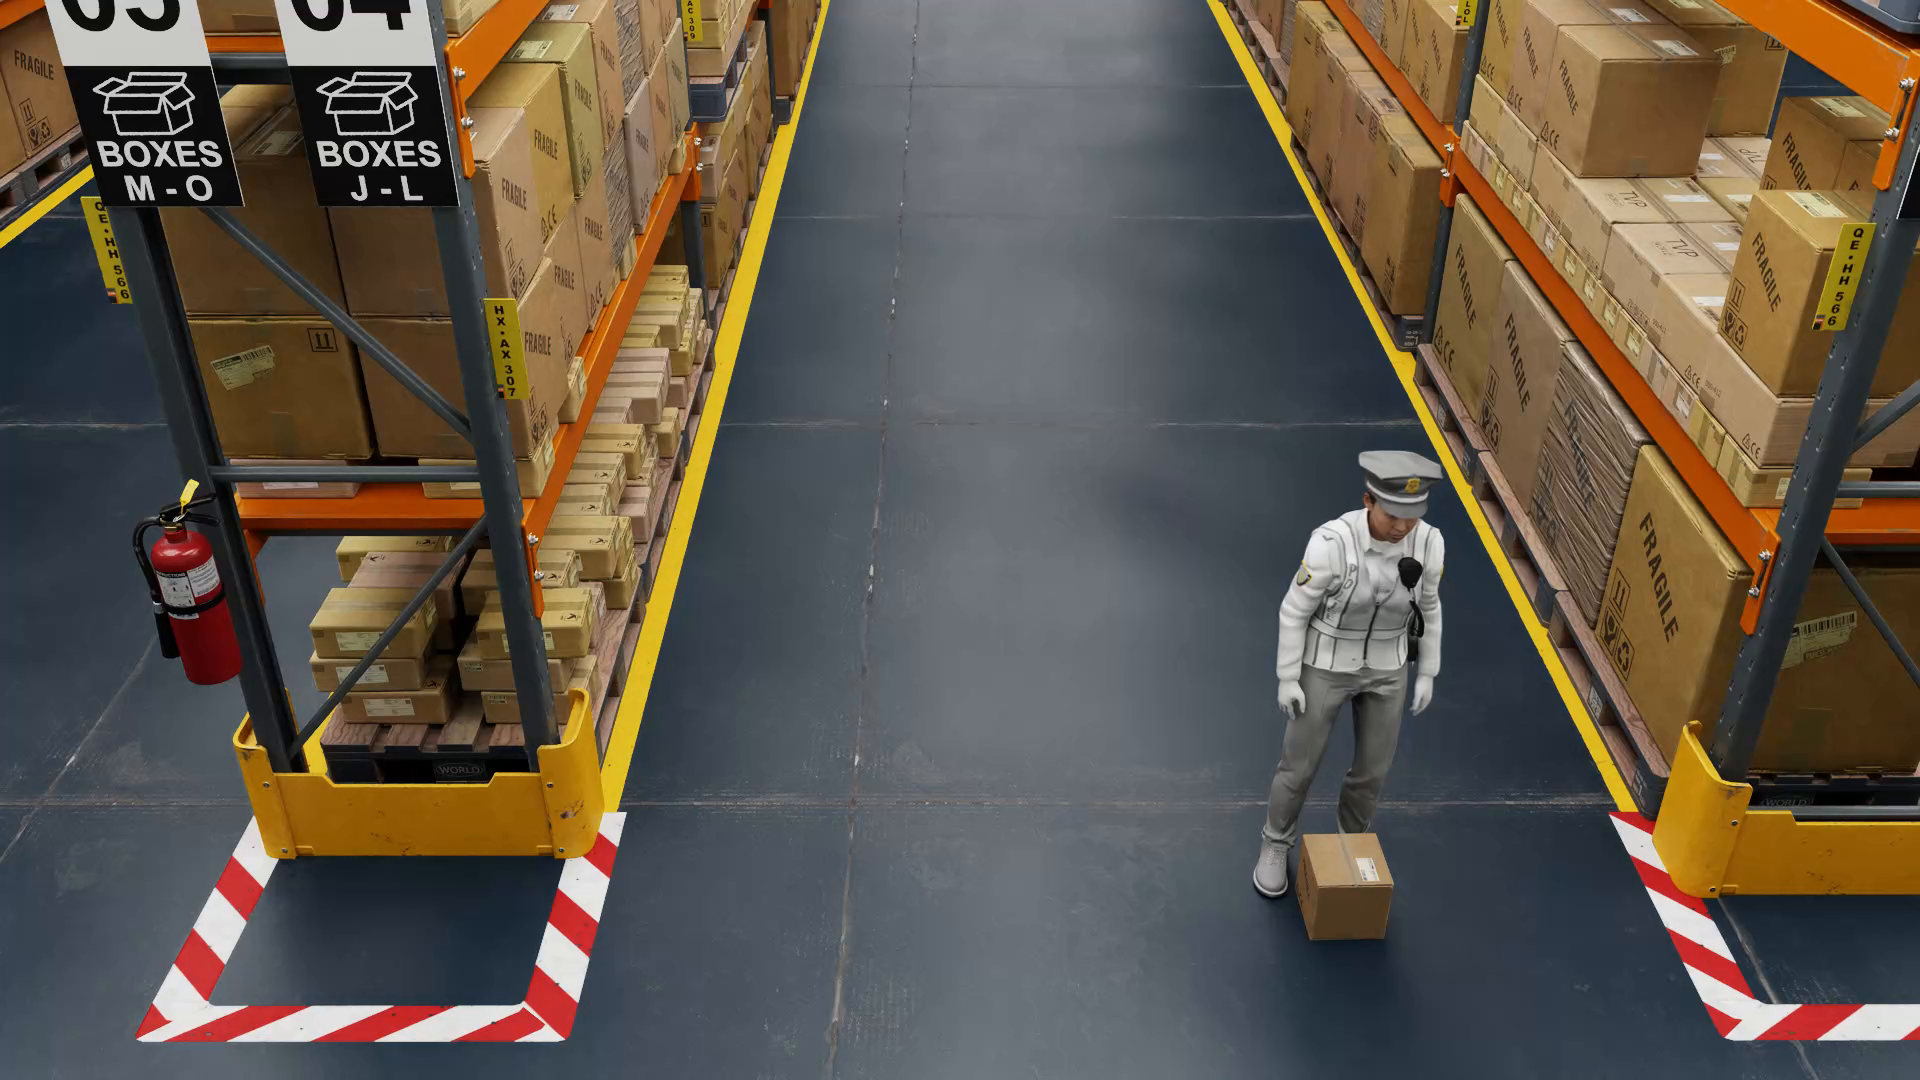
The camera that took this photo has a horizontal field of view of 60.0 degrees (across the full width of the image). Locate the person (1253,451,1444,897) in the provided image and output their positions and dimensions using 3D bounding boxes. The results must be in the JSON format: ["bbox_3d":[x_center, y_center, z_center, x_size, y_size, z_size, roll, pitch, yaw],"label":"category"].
[{"bbox_3d":[1.288,0.437,5.422,0.547,1.667,0.369,-2,32,-3],"label":"person"}]
